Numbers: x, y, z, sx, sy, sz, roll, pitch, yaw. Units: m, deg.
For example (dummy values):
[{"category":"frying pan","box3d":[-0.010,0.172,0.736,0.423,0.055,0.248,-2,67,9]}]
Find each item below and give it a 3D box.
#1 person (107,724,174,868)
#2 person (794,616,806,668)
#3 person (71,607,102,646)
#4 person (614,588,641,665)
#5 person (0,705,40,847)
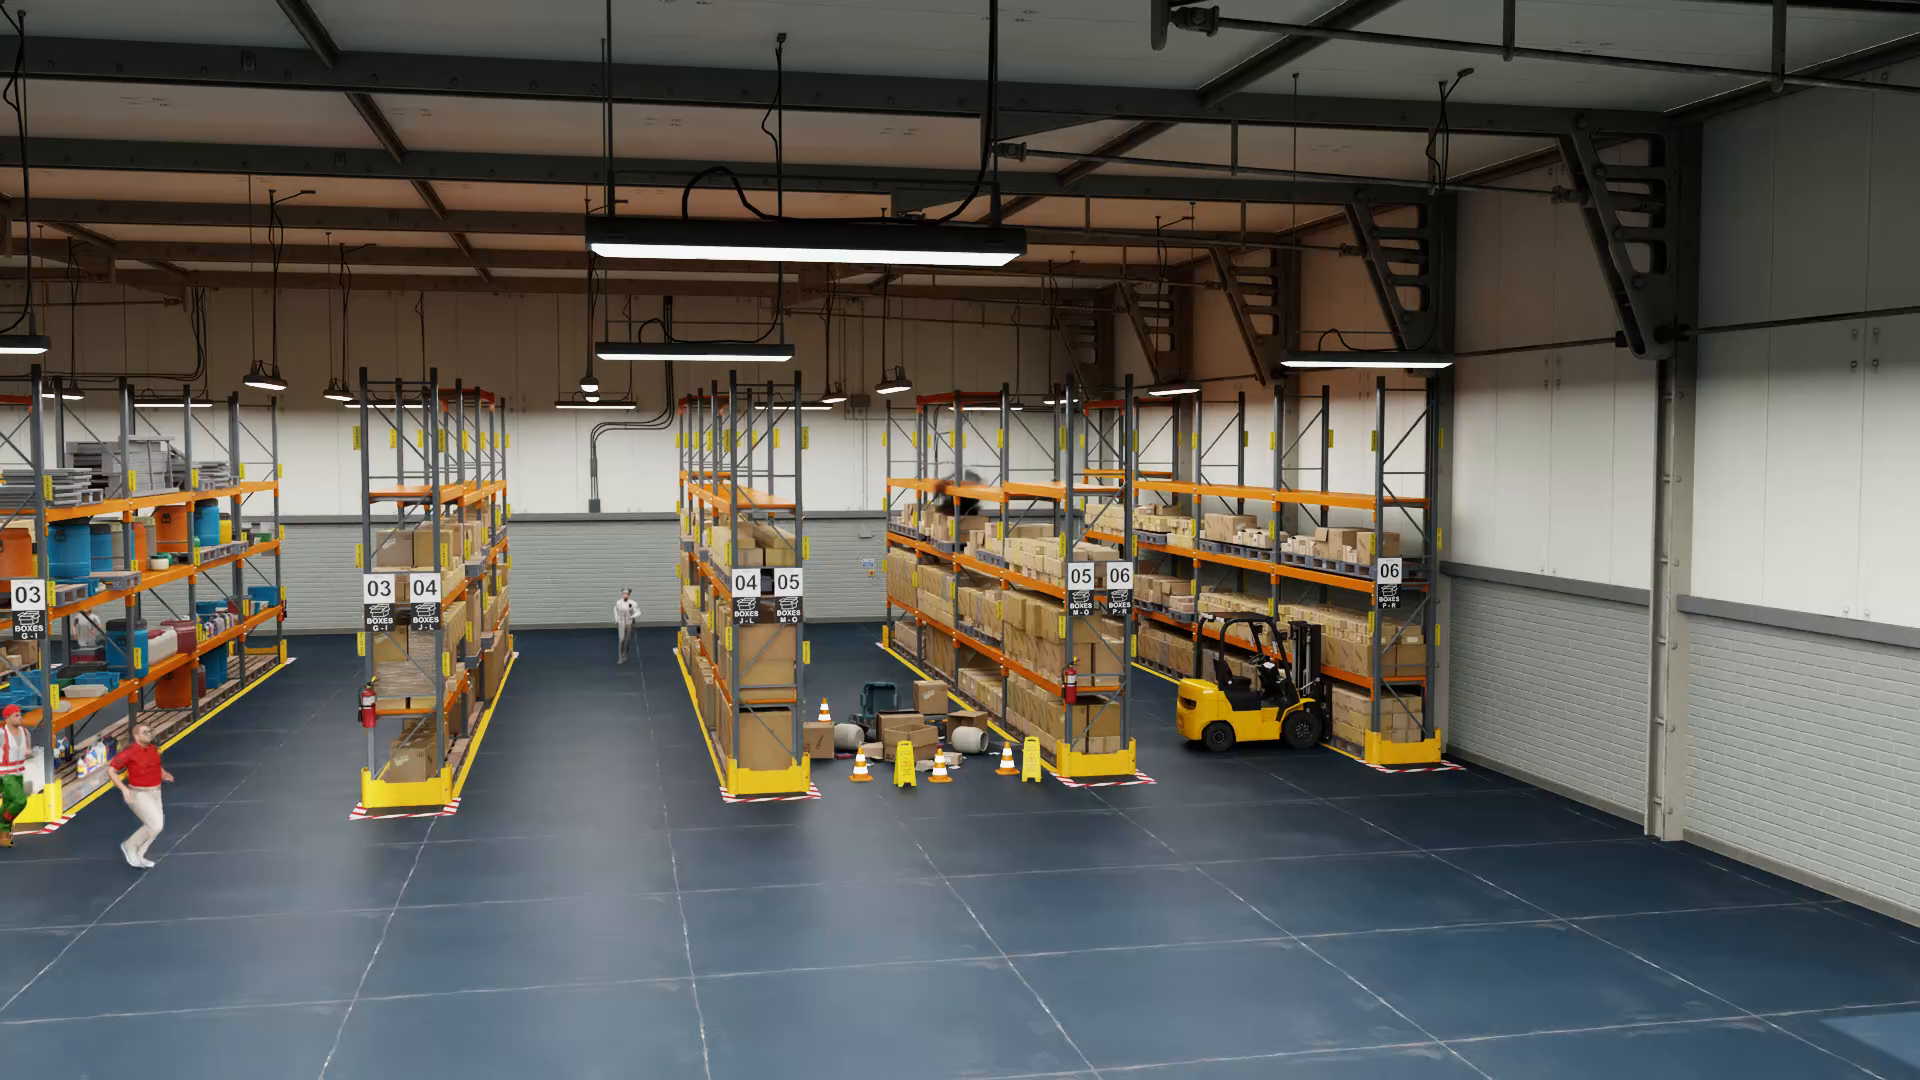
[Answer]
[{"category":"person","box3d":[-9.488,2.996,19.430,0.611,1.685,0.650,1,3,10]},{"category":"person","box3d":[-3.655,2.065,36.505,0.543,1.559,0.544,-1,4,-19]},{"category":"person","box3d":[-18.214,2.116,34.685,0.576,1.667,0.821,-1,4,-23]},{"category":"person","box3d":[-7.498,1.916,37.485,0.607,1.709,0.787,0,3,-7]},{"category":"person","box3d":[-11.676,2.896,20.437,0.735,1.750,0.647,1,3,12]}]
